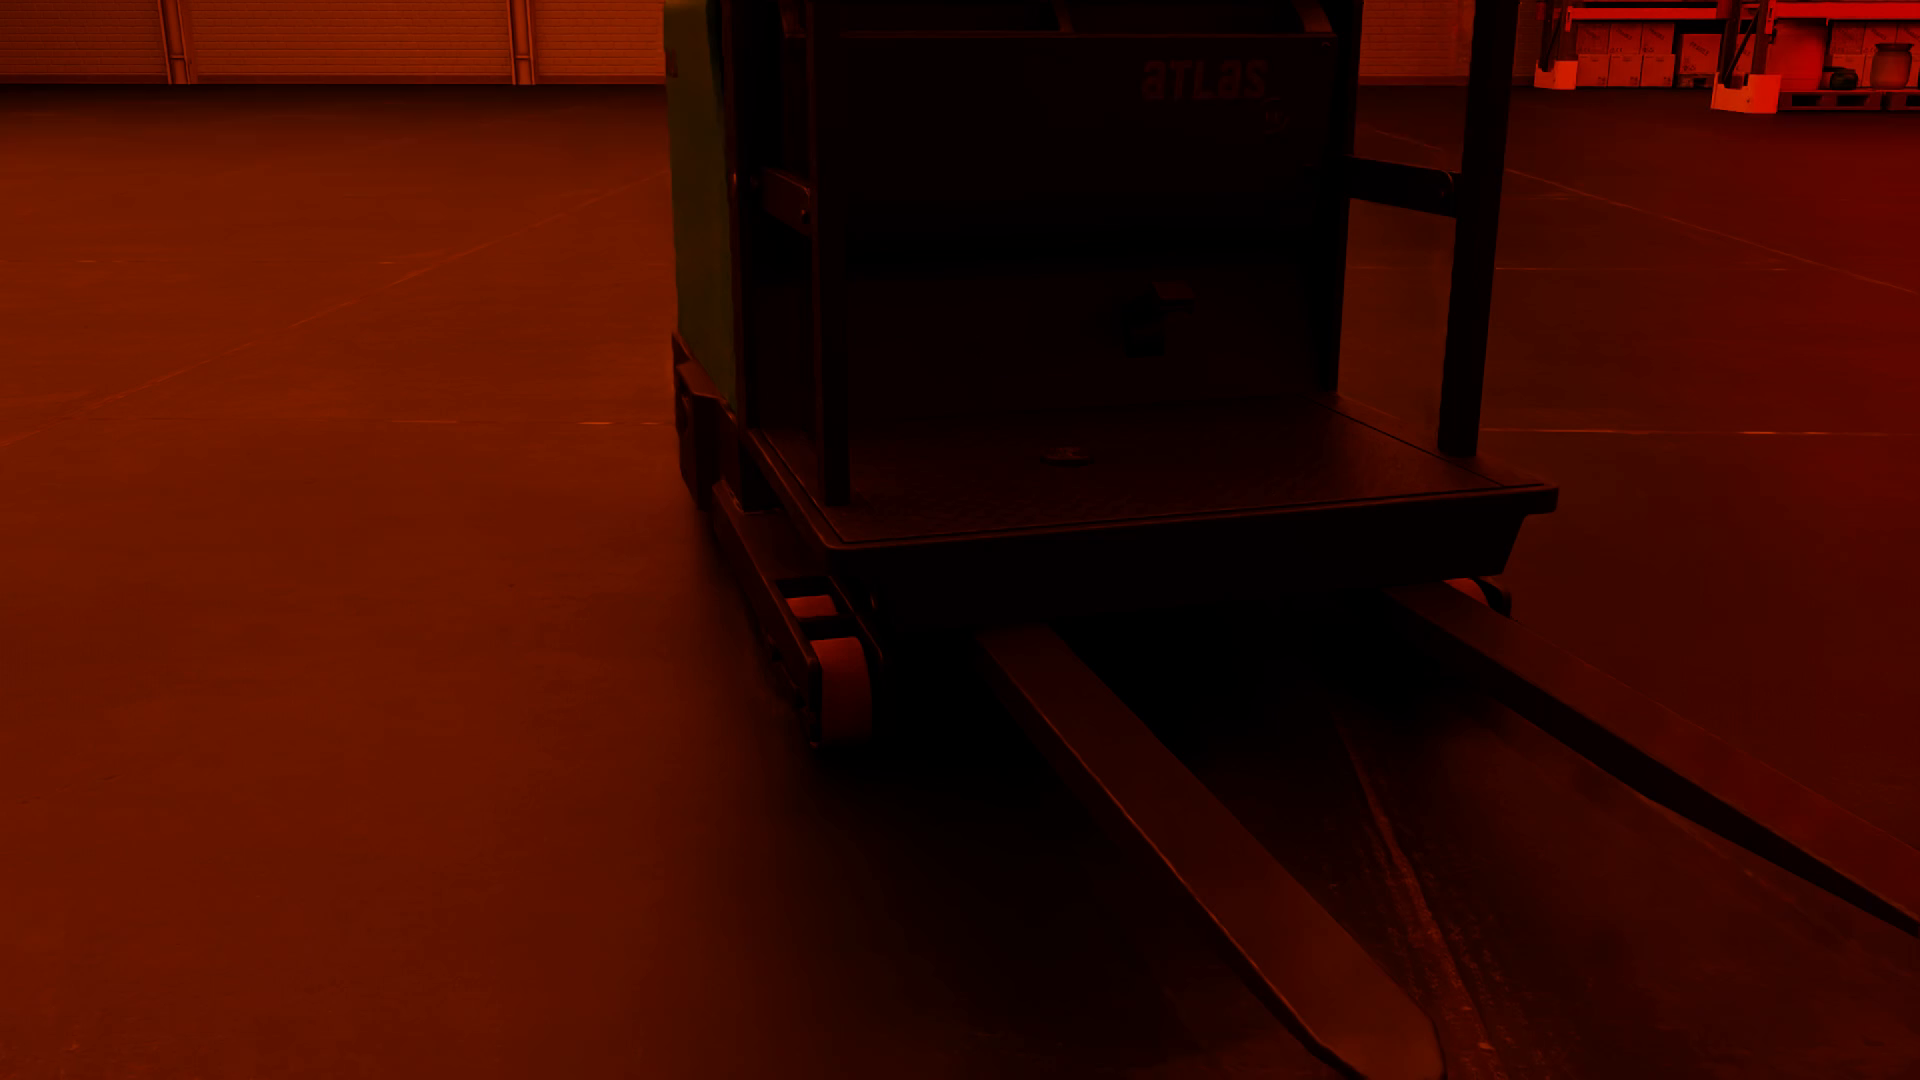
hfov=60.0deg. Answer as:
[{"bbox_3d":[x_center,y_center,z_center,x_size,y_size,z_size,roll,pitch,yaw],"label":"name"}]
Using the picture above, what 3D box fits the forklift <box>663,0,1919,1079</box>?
[{"bbox_3d":[0.224,-1.225,2.375,1.130,2.935,3.031,-5,18,-15],"label":"forklift"}]
